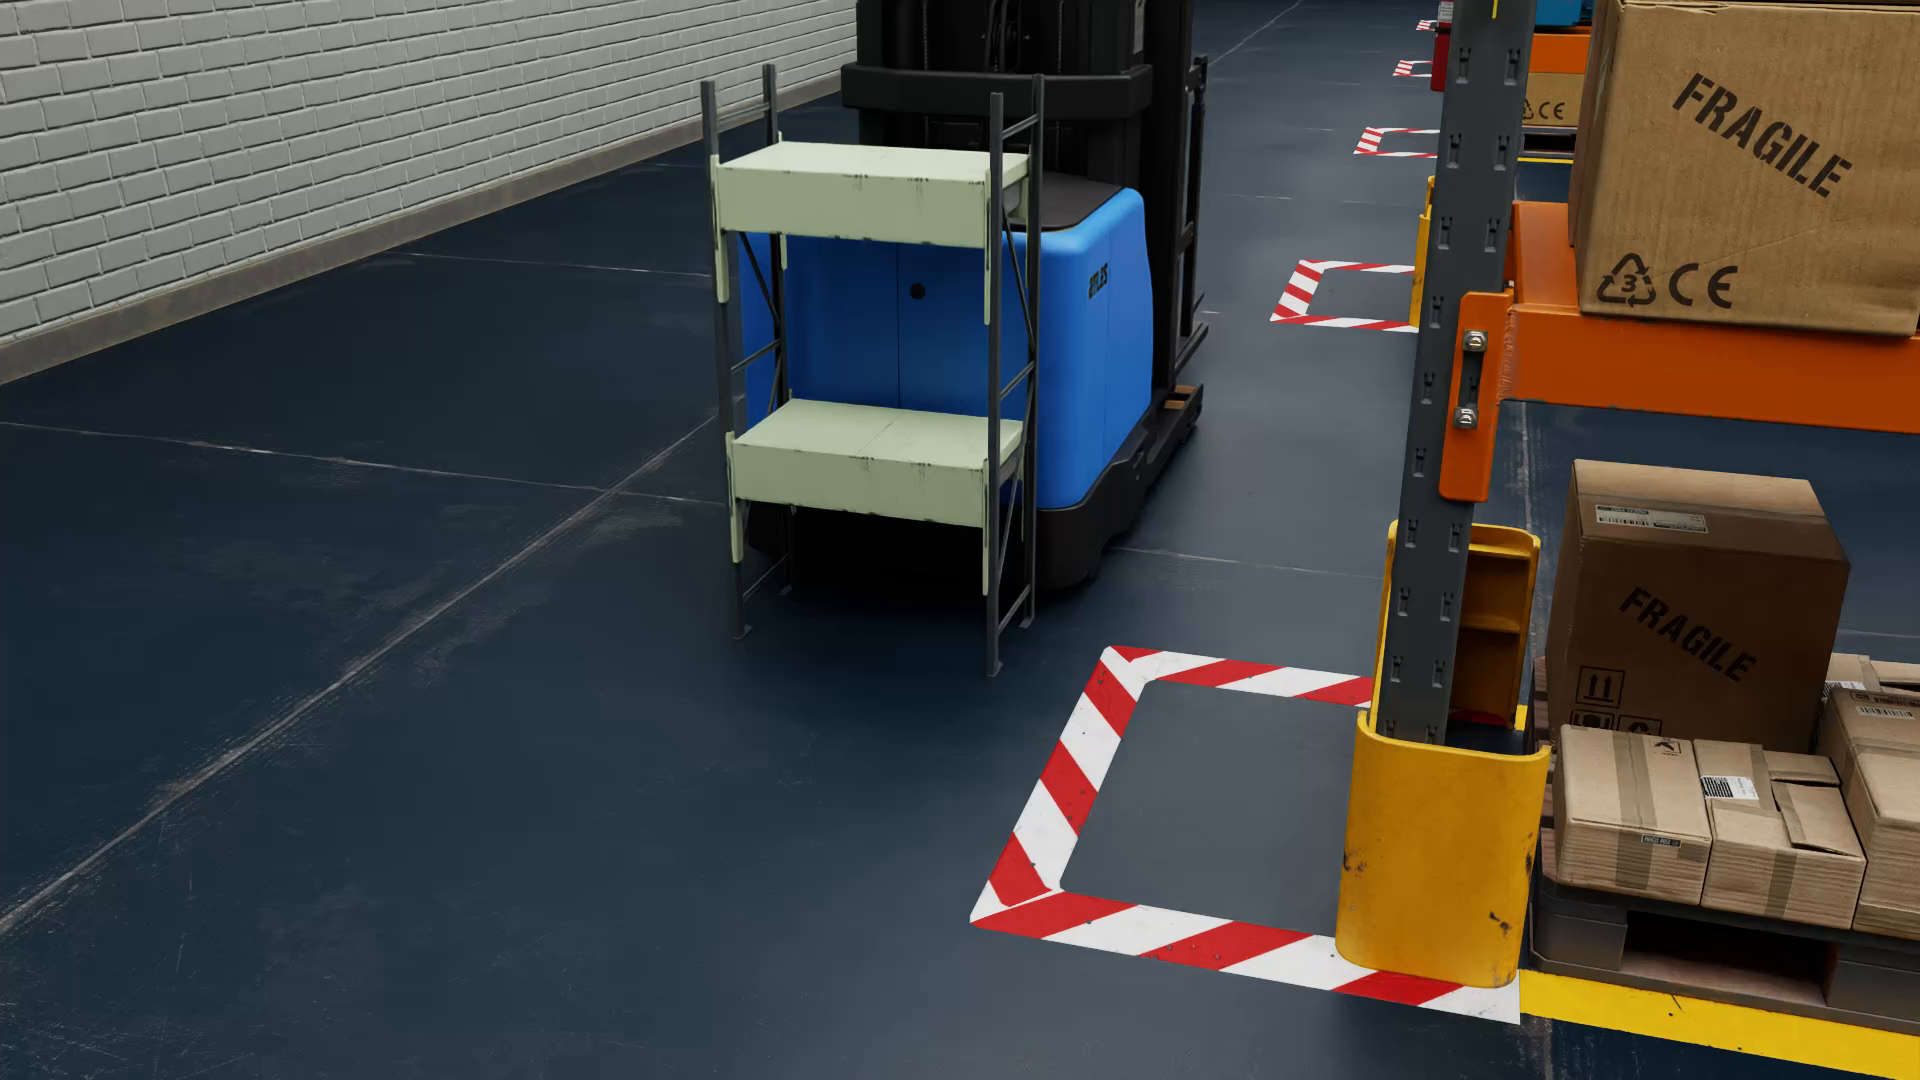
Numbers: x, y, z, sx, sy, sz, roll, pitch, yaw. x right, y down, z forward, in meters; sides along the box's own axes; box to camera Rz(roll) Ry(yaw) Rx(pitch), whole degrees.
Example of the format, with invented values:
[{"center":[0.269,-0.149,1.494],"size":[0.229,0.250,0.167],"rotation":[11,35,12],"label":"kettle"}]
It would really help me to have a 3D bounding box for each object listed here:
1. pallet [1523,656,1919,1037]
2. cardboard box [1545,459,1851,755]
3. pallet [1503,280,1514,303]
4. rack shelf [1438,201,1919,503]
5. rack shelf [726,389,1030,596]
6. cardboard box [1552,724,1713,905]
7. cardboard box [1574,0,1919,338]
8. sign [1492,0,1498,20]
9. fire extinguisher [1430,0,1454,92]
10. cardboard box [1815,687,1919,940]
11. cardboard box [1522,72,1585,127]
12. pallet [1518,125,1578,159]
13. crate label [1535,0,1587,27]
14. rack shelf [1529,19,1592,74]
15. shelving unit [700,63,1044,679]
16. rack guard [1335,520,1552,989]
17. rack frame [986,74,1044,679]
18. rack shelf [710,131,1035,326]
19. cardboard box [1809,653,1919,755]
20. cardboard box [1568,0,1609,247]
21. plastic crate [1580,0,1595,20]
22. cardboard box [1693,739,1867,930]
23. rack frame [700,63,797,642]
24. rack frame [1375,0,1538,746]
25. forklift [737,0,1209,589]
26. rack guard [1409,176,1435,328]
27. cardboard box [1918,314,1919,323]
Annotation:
[{"center":[1.826,0.622,3.475],"size":[1.213,0.211,1.003],"rotation":[7,23,16],"label":"pallet"},{"center":[1.581,0.160,3.642],"size":[0.500,0.500,0.500],"rotation":[7,23,16],"label":"cardboard box"},{"center":[3.202,-1.168,7.839],"size":[1.213,0.211,1.003],"rotation":[7,23,16],"label":"pallet"},{"center":[2.904,-0.211,2.780],"size":[4.000,0.370,1.077],"rotation":[7,23,16],"label":"rack shelf"},{"center":[-0.208,-0.142,4.499],"size":[0.720,0.370,0.431],"rotation":[7,23,16],"label":"rack shelf"},{"center":[1.291,0.523,3.219],"size":[0.250,0.149,0.380],"rotation":[7,23,16],"label":"cardboard box"},{"center":[1.338,-0.665,2.807],"size":[0.500,0.500,0.500],"rotation":[7,23,17],"label":"cardboard box"},{"center":[0.833,-0.967,2.533],"size":[0.005,0.325,0.100],"rotation":[7,23,16],"label":"sign"},{"center":[2.411,-2.536,8.093],"size":[0.183,0.674,0.296],"rotation":[7,23,16],"label":"fire extinguisher"},{"center":[1.907,0.523,3.086],"size":[0.500,0.250,0.500],"rotation":[7,23,16],"label":"cardboard box"},{"center":[4.491,-3.532,12.175],"size":[0.875,0.875,0.875],"rotation":[7,23,16],"label":"cardboard box"},{"center":[4.643,-3.013,12.336],"size":[1.213,0.211,1.003],"rotation":[7,23,16],"label":"pallet"},{"center":[2.565,-2.366,7.227],"size":[0.303,0.233,0.416],"rotation":[7,23,16],"label":"crate label"},{"center":[4.339,-2.010,7.167],"size":[4.000,0.370,1.077],"rotation":[7,23,16],"label":"rack shelf"},{"center":[-0.208,-0.444,4.375],"size":[0.755,1.500,0.431],"rotation":[7,23,16],"label":"shelving unit"},{"center":[1.062,0.402,3.632],"size":[0.348,0.500,1.175],"rotation":[7,23,16],"label":"rack guard"},{"center":[0.140,-0.401,4.272],"size":[0.023,1.500,0.400],"rotation":[7,23,16],"label":"rack frame"},{"center":[-0.208,-0.805,4.227],"size":[0.720,0.370,0.431],"rotation":[7,23,16],"label":"rack shelf"},{"center":[1.943,0.391,3.517],"size":[0.250,0.166,0.380],"rotation":[7,23,16],"label":"cardboard box"},{"center":[1.497,-0.859,3.280],"size":[0.500,0.500,0.500],"rotation":[7,23,17],"label":"cardboard box"},{"center":[2.799,-2.638,7.622],"size":[0.499,0.435,0.616],"rotation":[7,23,16],"label":"plastic crate"},{"center":[1.531,0.542,3.149],"size":[0.250,0.166,0.380],"rotation":[7,23,16],"label":"cardboard box"},{"center":[-0.557,-0.486,4.479],"size":[0.023,1.500,0.400],"rotation":[7,23,16],"label":"rack frame"},{"center":[0.990,-0.763,3.178],"size":[0.127,3.000,1.000],"rotation":[7,23,16],"label":"rack frame"},{"center":[0.290,-1.747,5.667],"size":[1.130,2.935,3.031],"rotation":[7,23,16],"label":"forklift"},{"center":[2.397,-1.404,8.034],"size":[0.348,0.500,1.175],"rotation":[7,23,16],"label":"rack guard"},{"center":[1.834,-0.610,2.674],"size":[0.500,0.500,0.500],"rotation":[6,23,15],"label":"cardboard box"}]
